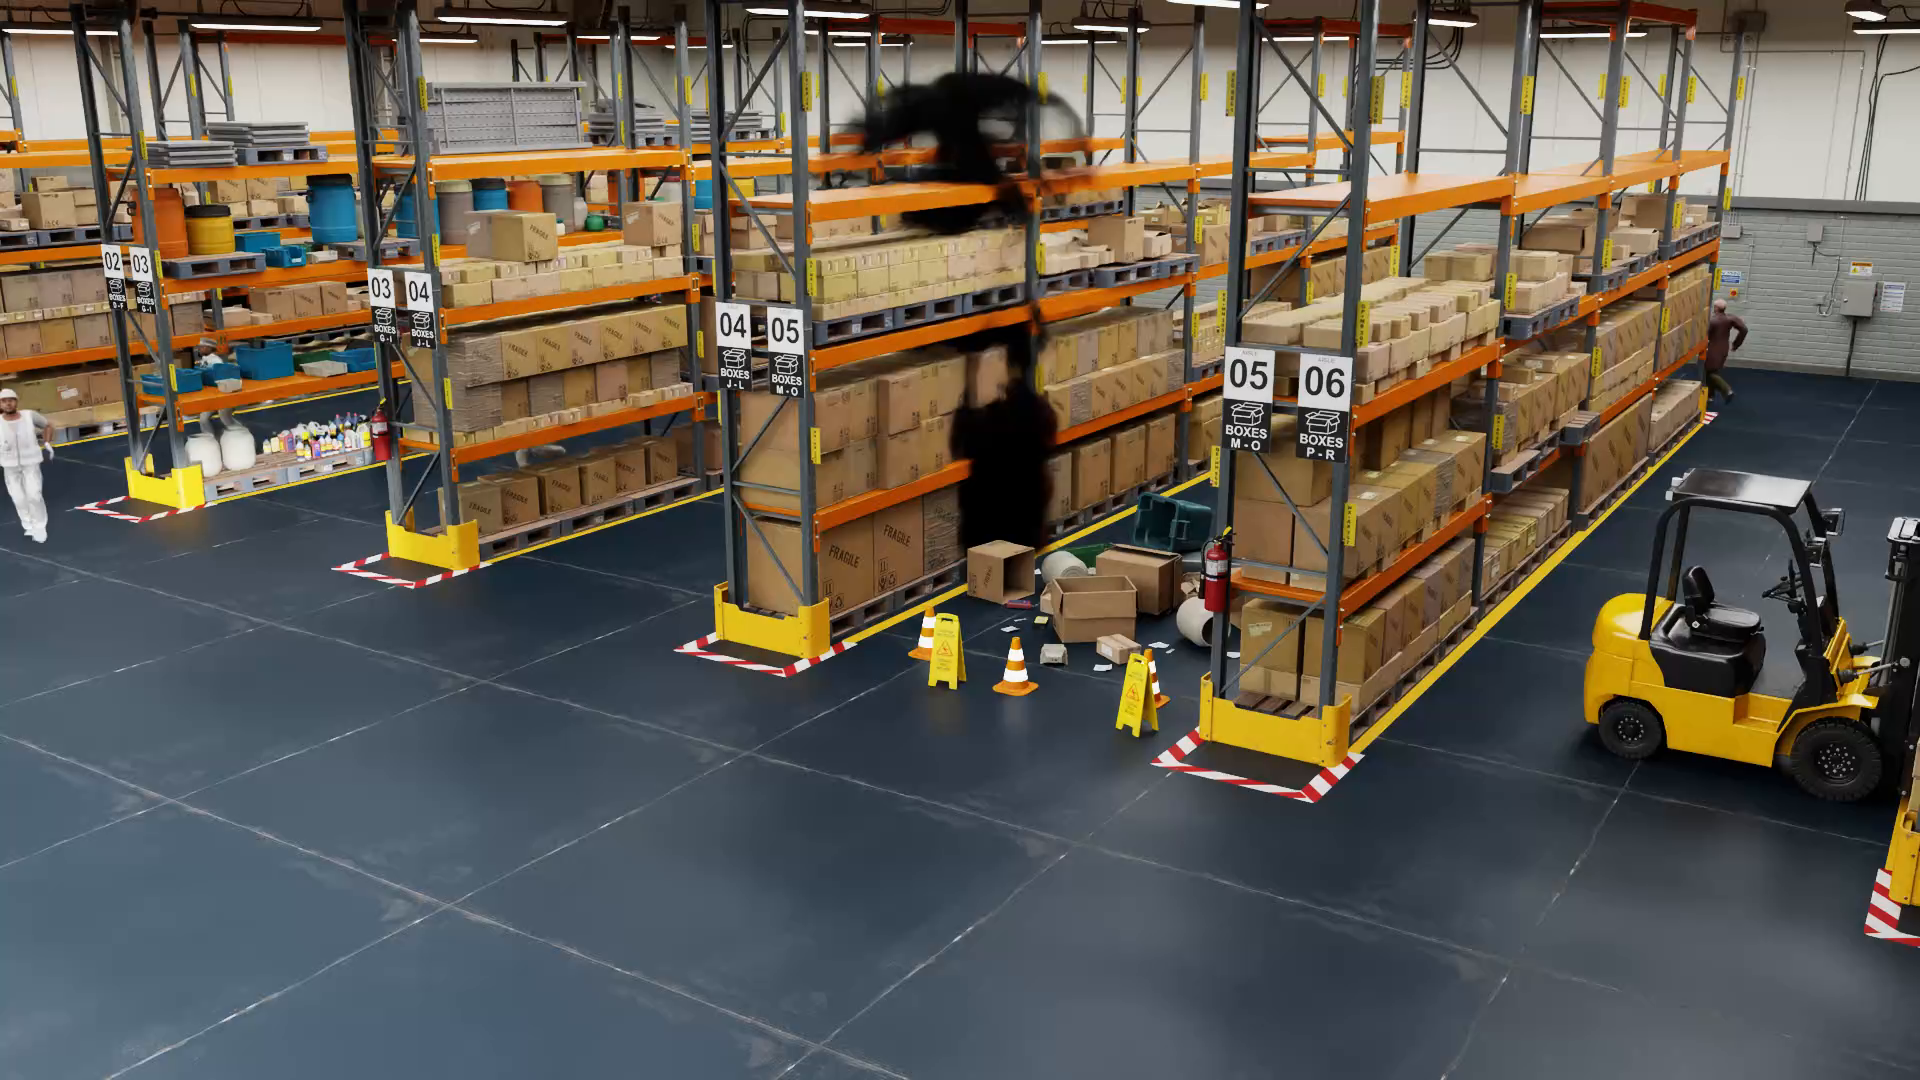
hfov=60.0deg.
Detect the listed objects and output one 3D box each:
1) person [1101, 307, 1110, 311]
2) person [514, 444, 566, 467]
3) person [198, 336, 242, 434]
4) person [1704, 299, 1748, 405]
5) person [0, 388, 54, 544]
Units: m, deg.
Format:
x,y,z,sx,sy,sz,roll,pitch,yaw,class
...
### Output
x,y,z,sx,sy,sz,roll,pitch,yaw,class
2.243,-2.739,25.798,0.668,1.747,0.583,8,17,26,person
-5.532,-1.556,21.589,0.711,1.769,0.899,7,17,25,person
-10.340,-1.985,23.234,0.553,1.753,0.799,11,19,35,person
12.156,-3.006,26.783,0.748,1.763,0.911,-3,16,-11,person
-10.674,-0.832,18.907,0.663,1.792,0.693,-6,17,-21,person
